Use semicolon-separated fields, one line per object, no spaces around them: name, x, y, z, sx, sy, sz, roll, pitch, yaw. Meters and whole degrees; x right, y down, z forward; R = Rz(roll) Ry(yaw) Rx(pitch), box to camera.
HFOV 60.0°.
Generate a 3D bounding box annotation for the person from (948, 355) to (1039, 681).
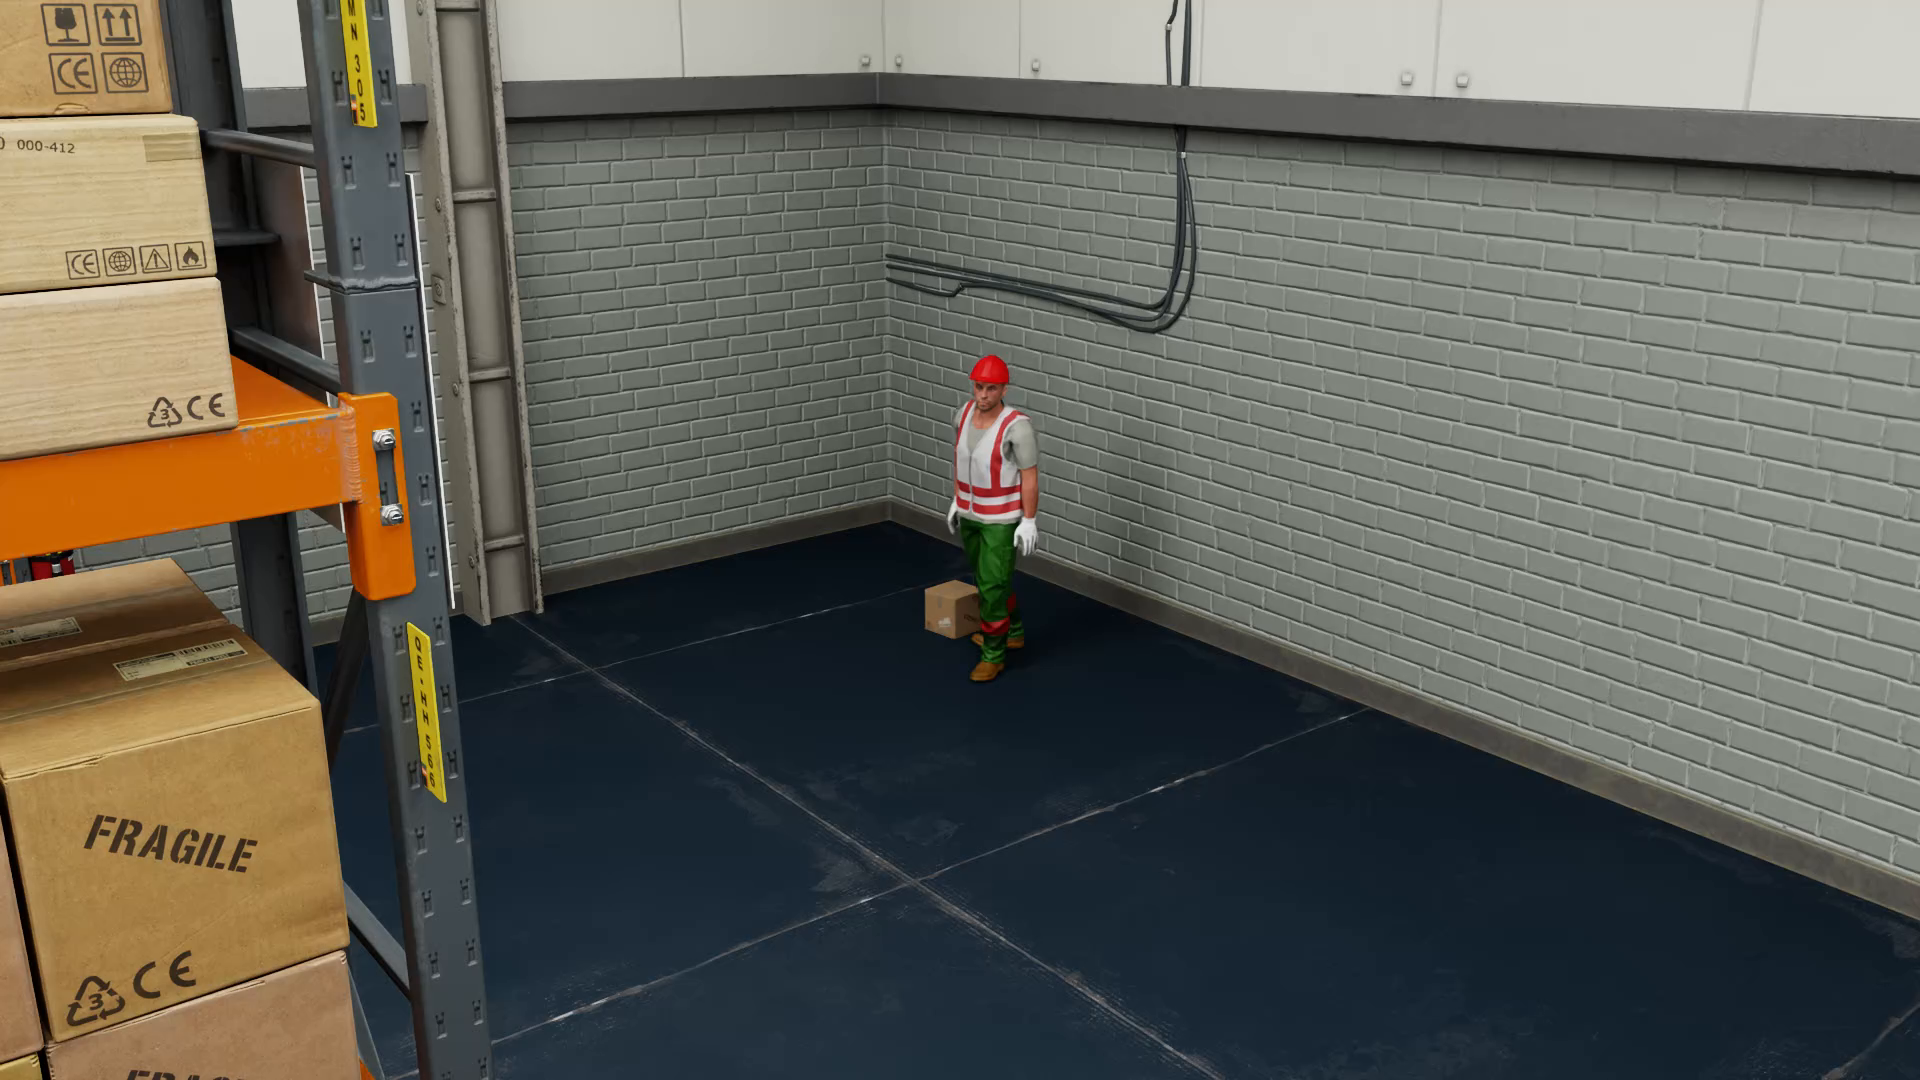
person;0.203;-0.145;8.974;0.567;1.775;0.577;-17;24;-42
